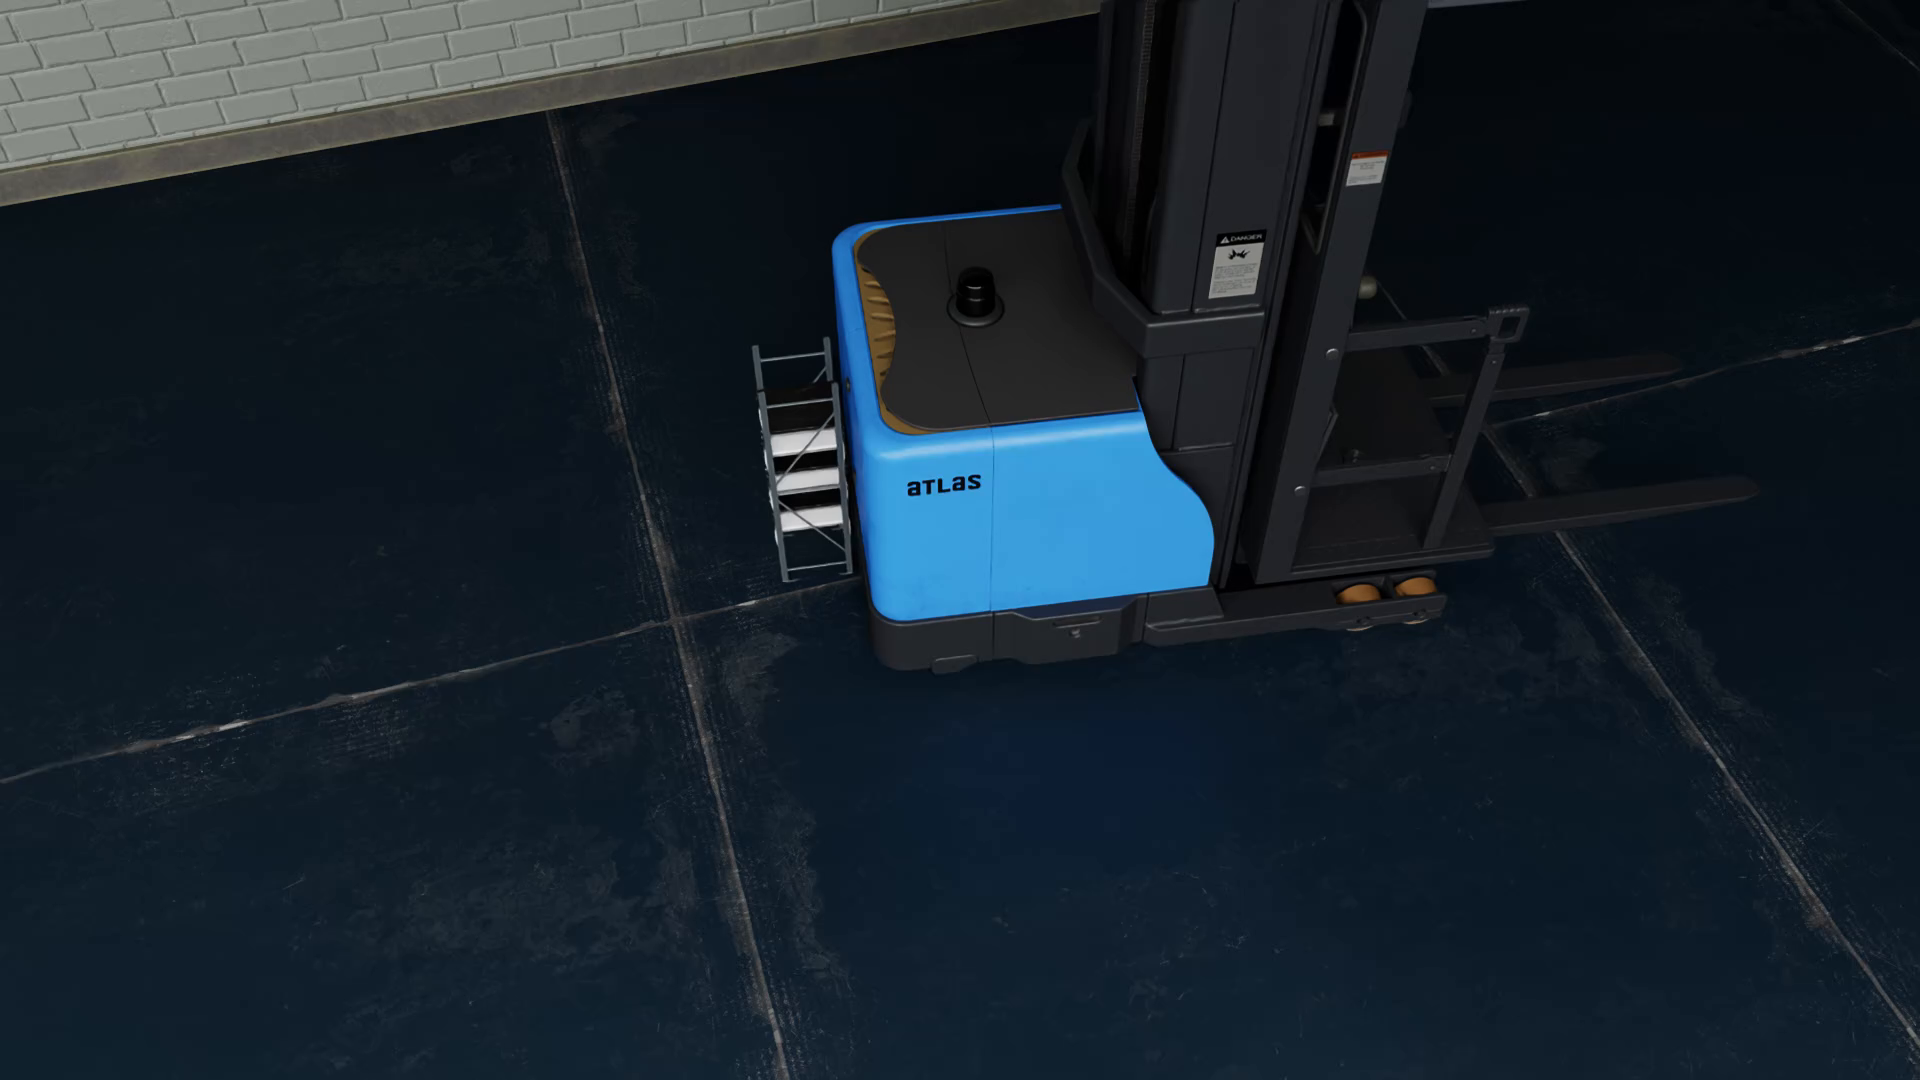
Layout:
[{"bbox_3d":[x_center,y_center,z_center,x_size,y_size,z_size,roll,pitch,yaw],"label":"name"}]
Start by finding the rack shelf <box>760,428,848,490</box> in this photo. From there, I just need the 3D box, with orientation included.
[{"bbox_3d":[-0.499,-0.276,5.320,0.258,0.077,0.200,-8,50,-6],"label":"rack shelf"}]

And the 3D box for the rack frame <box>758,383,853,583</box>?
[{"bbox_3d":[-0.482,-0.163,5.298,0.240,0.900,0.006,-8,50,-6],"label":"rack frame"}]

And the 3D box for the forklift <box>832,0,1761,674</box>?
[{"bbox_3d":[1.149,-1.040,4.710,3.031,2.935,1.130,-7,50,-6],"label":"forklift"}]

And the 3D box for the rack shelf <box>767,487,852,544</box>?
[{"bbox_3d":[-0.499,-0.102,5.526,0.258,0.077,0.200,-8,50,-6],"label":"rack shelf"}]

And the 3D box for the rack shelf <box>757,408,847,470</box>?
[{"bbox_3d":[-0.499,-0.334,5.251,0.258,0.077,0.200,-8,50,-6],"label":"rack shelf"}]

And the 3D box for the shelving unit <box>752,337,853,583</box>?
[{"bbox_3d":[-0.499,-0.239,5.363,0.258,0.900,0.210,-8,50,-6],"label":"shelving unit"}]

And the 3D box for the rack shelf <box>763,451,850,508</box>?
[{"bbox_3d":[-0.499,-0.218,5.388,0.258,0.077,0.200,-8,50,-6],"label":"rack shelf"}]

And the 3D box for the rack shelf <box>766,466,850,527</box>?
[{"bbox_3d":[-0.499,-0.160,5.457,0.258,0.077,0.200,-8,50,-6],"label":"rack shelf"}]

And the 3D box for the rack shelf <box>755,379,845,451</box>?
[{"bbox_3d":[-0.499,-0.392,5.182,0.258,0.077,0.200,-8,50,-6],"label":"rack shelf"}]

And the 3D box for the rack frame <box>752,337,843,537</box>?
[{"bbox_3d":[-0.517,-0.316,5.428,0.240,0.900,0.006,-8,50,-6],"label":"rack frame"}]
